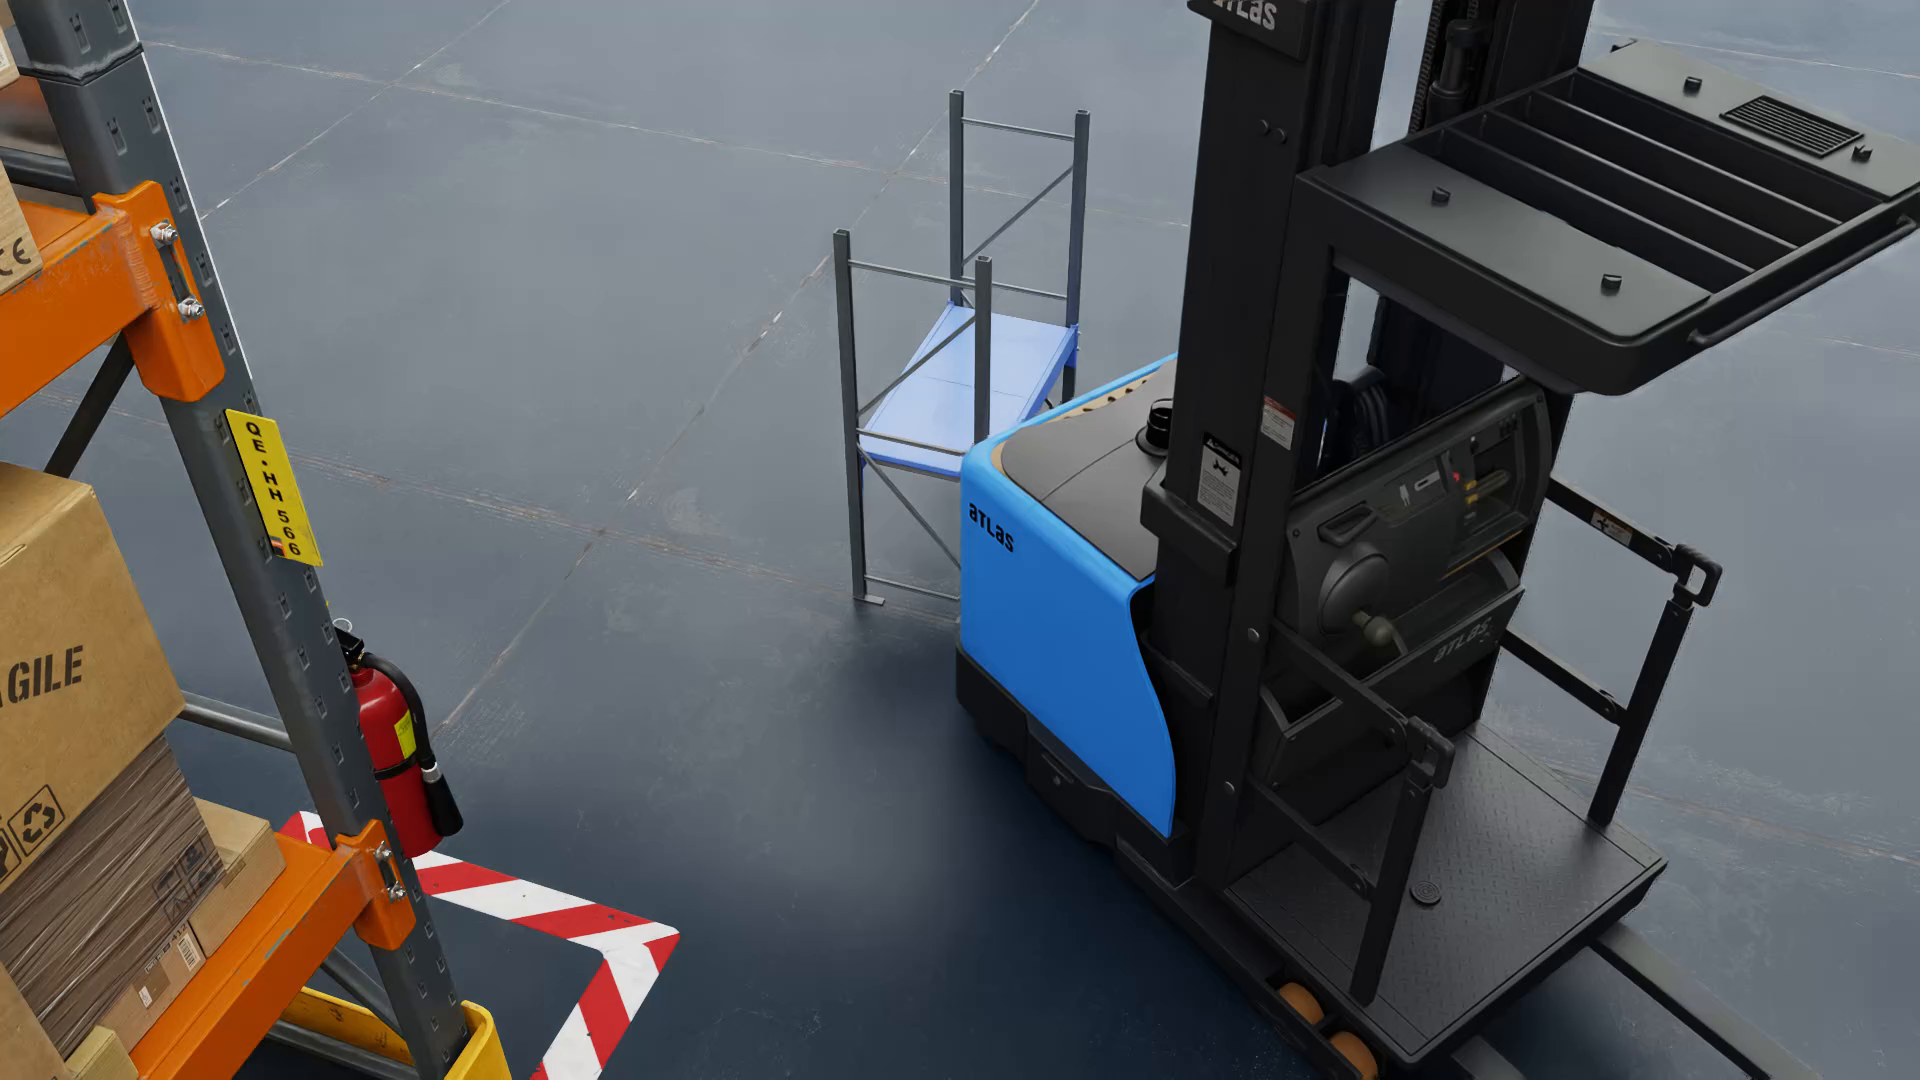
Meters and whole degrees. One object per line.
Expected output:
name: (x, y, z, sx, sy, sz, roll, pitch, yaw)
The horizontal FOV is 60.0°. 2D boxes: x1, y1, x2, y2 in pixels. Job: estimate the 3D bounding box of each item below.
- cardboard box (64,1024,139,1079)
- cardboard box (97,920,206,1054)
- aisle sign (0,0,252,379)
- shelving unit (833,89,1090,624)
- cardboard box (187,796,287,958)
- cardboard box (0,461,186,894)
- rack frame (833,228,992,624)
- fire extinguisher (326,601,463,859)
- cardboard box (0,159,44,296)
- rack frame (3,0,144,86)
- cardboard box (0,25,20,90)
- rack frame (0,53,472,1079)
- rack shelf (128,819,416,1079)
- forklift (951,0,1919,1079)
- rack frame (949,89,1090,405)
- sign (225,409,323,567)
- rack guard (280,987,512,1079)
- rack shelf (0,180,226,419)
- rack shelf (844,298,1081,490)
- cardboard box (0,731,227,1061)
cardboard box: (-1.737, 0.971, 2.995, 0.380, 0.149, 0.250, 13, 42, 15)
cardboard box: (-1.699, 0.807, 3.187, 0.380, 0.149, 0.250, 13, 42, 15)
aisle sign: (-1.407, -0.621, 2.664, 0.394, 0.787, 0.004, 13, 42, 15)
shelving unit: (0.029, -0.623, 5.824, 0.538, 1.500, 1.048, 13, 42, 15)
cardboard box: (-1.613, 0.654, 3.366, 0.380, 0.149, 0.250, 13, 42, 15)
cardboard box: (-1.666, 0.198, 2.630, 0.500, 0.500, 0.500, 13, 42, 15)
rack frame: (-0.145, -0.313, 5.461, 0.500, 1.500, 0.032, 13, 42, 15)
fire extinguisher: (-1.238, 0.401, 3.529, 0.296, 0.674, 0.183, 13, 42, 15)
cardboard box: (-1.636, -0.395, 2.206, 0.500, 0.250, 0.500, 14, 42, 16)
rack frame: (-1.710, -1.943, 1.594, 1.000, 3.000, 0.127, 13, 42, 15)
cardboard box: (-1.512, -0.658, 2.208, 0.380, 0.149, 0.250, 13, 42, 15)
rack frame: (-1.710, 0.339, 3.541, 1.000, 3.000, 0.127, 13, 42, 15)
rack shelf: (-2.394, 1.833, 2.345, 1.077, 0.370, 4.000, 13, 42, 15)
forklift: (1.258, 0.001, 3.991, 1.130, 2.935, 3.031, -26, 47, -27)
rack frame: (0.203, -0.933, 6.188, 0.500, 1.500, 0.032, 13, 42, 15)
sign: (-1.195, -0.086, 2.904, 0.100, 0.325, 0.005, 13, 42, 15)
rack guard: (-1.736, 1.336, 4.298, 1.175, 0.500, 0.348, 13, 42, 15)
rack shelf: (-2.394, 0.691, 1.372, 1.077, 0.370, 4.000, 13, 42, 15)
rack shelf: (0.029, -0.486, 5.941, 0.538, 0.185, 1.000, 13, 42, 15)
cardboard box: (-1.924, 0.517, 3.026, 0.875, 0.500, 0.500, 13, 42, 15)
